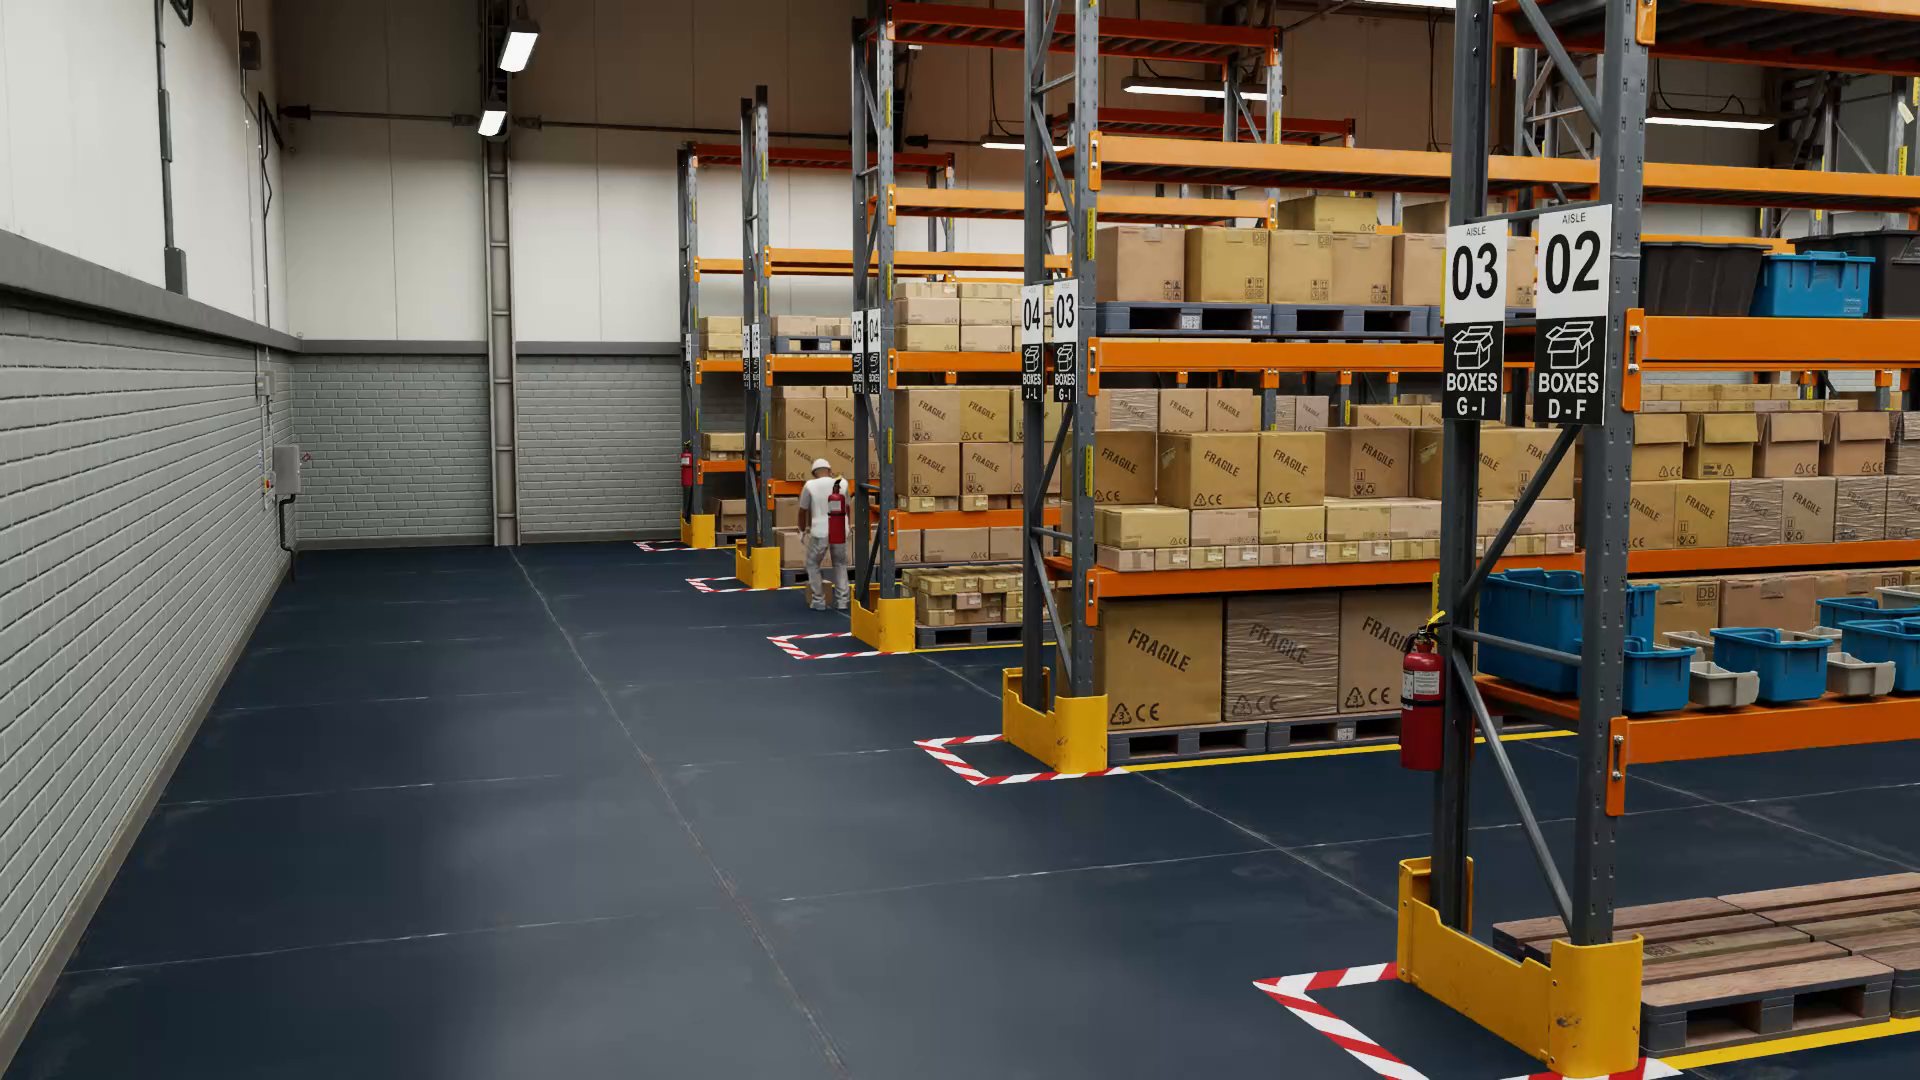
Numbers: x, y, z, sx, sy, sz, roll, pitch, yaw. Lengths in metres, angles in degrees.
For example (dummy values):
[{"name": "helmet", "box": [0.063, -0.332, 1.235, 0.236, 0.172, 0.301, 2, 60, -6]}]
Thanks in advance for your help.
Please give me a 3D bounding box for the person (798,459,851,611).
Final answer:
[{"name": "person", "box": [-1.496, -0.059, 18.392, 0.591, 1.663, 0.561, -2, 6, -17]}]
